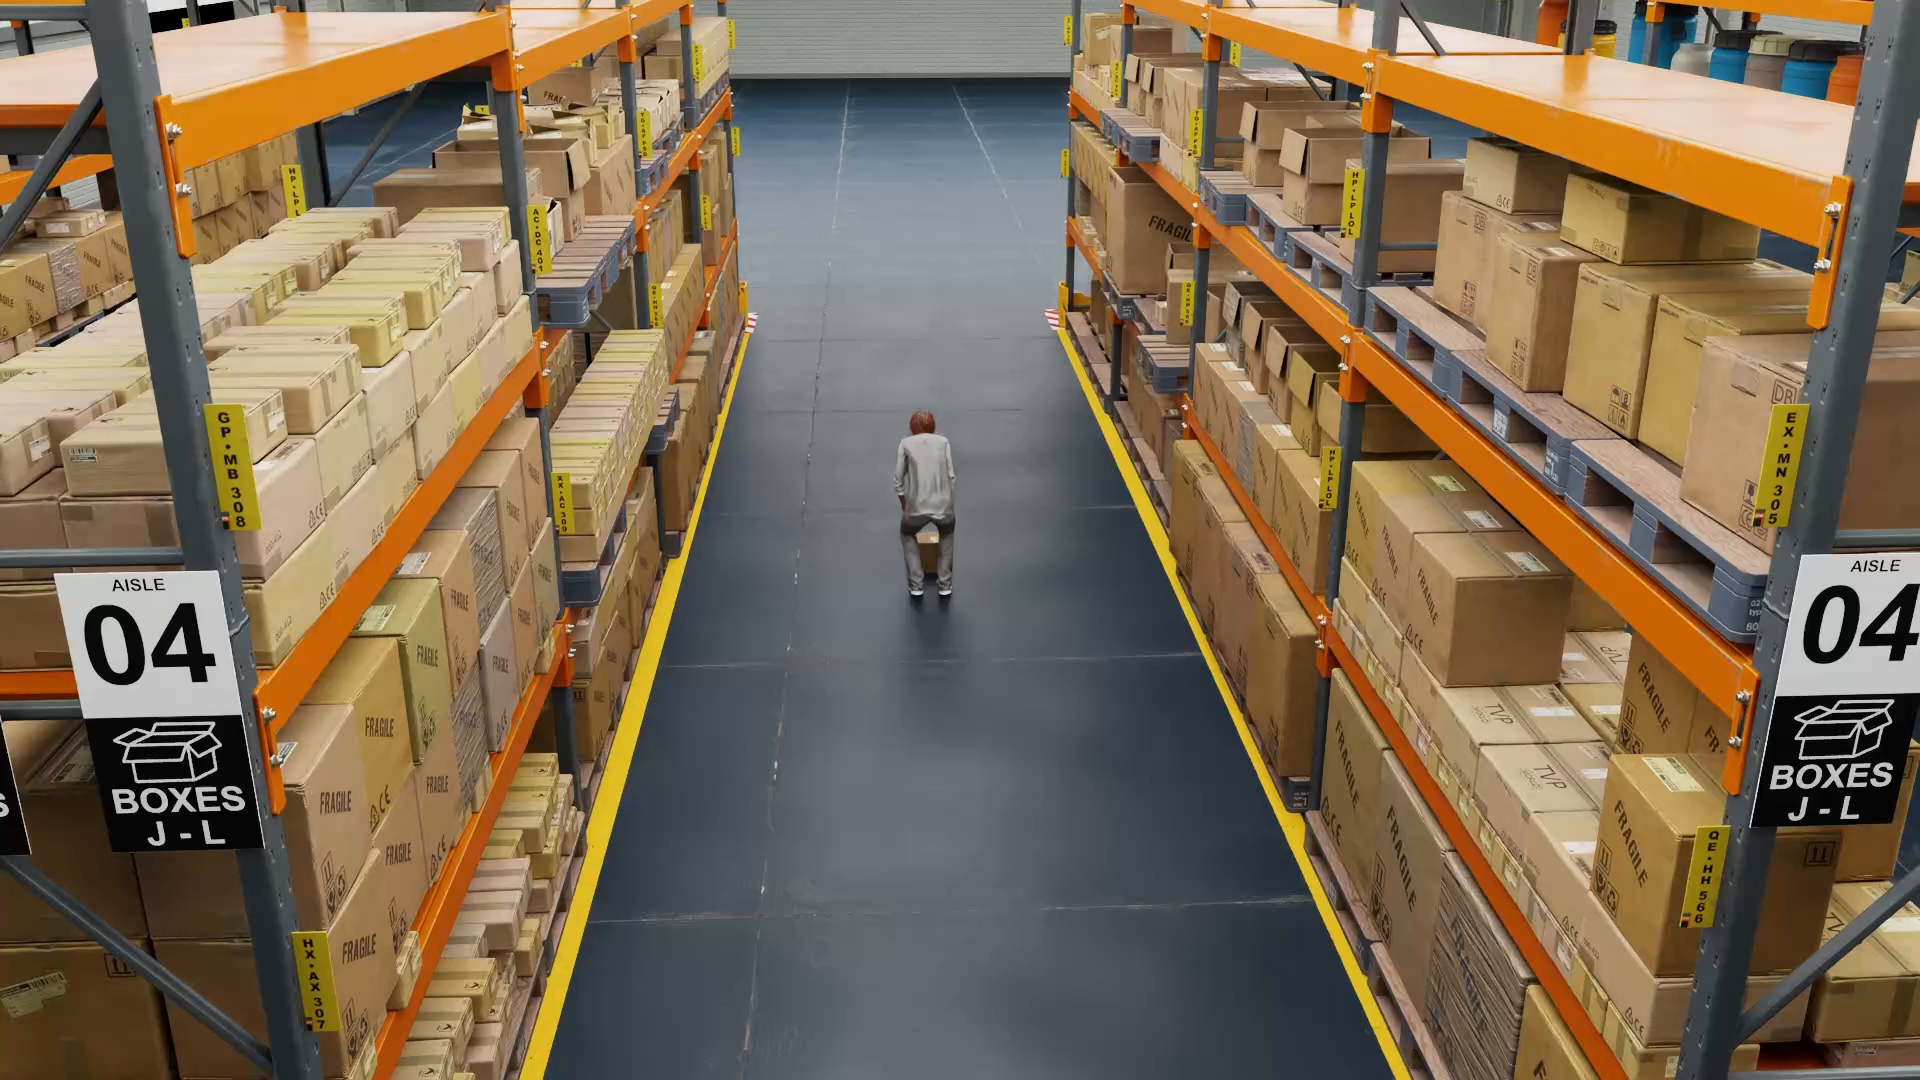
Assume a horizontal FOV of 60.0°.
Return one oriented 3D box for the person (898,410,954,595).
[{"bbox_3d":[-0.254,-0.251,12.153,0.438,1.325,0.640,-1,21,-3],"label":"person"}]
